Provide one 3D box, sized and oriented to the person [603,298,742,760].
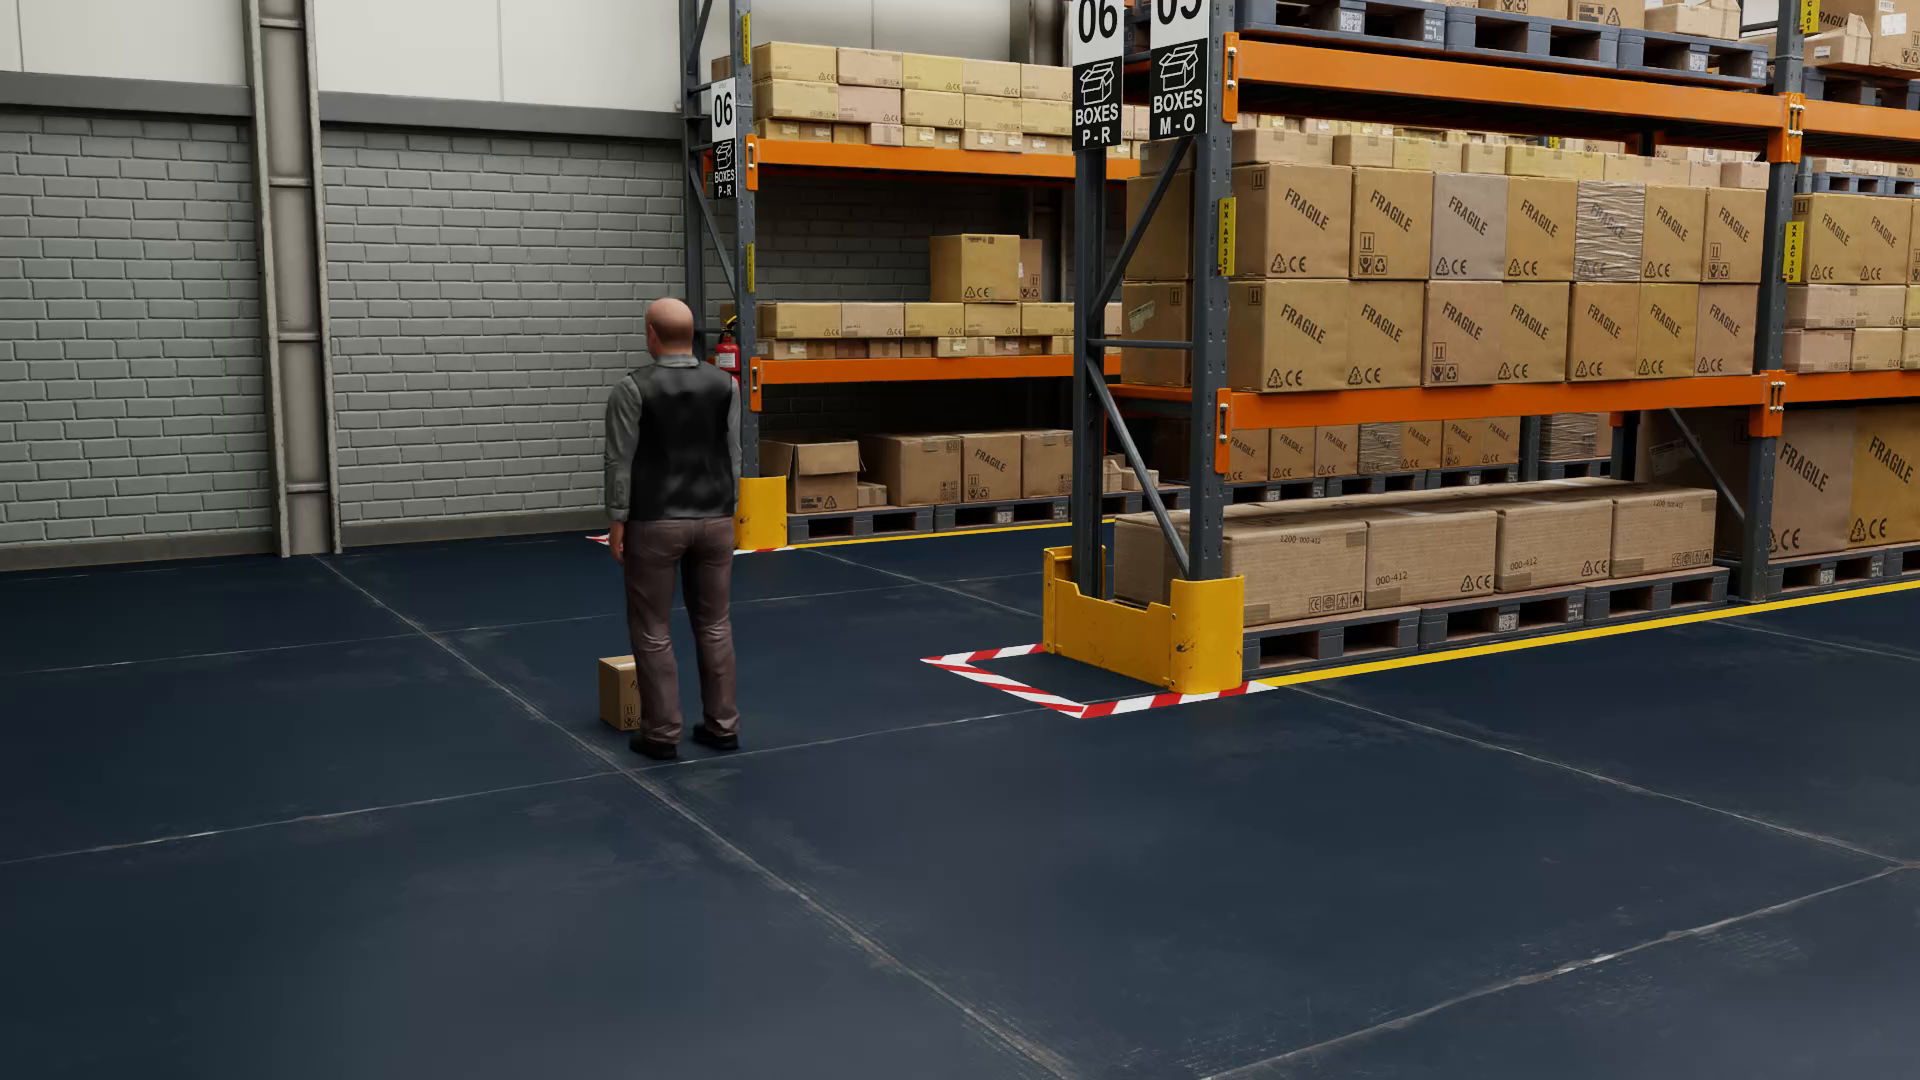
[{"bbox_3d":[-1.079,-0.044,6.260,0.533,1.714,0.358,-5,9,-30],"label":"person"}]
